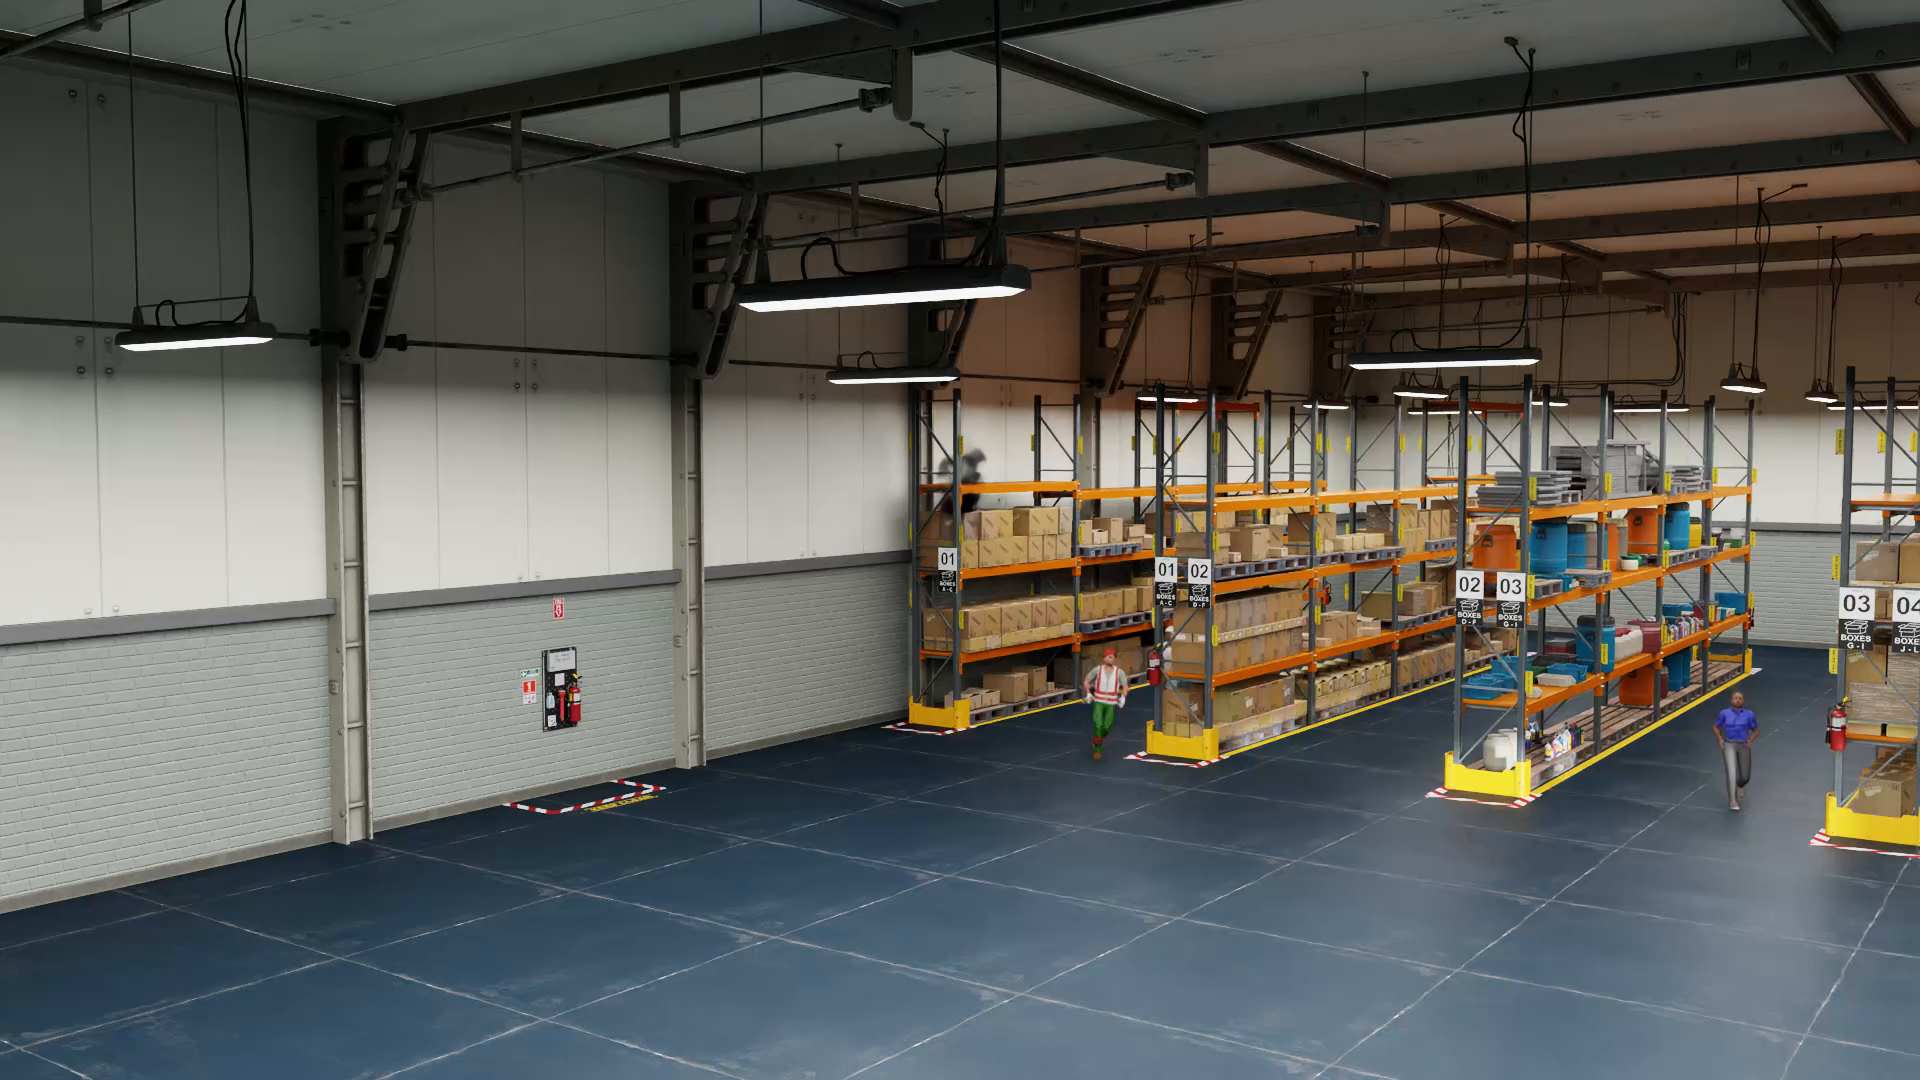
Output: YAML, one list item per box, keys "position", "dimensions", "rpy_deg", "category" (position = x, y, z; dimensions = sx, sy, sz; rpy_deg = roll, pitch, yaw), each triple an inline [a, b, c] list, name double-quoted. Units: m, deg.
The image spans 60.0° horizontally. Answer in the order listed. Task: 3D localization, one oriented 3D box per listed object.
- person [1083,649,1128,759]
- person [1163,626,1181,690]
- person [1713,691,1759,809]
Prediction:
- position: [2.344, 2.617, 26.732]
  dimensions: [0.715, 1.741, 0.601]
  rpy_deg: [0, 3, -1]
  category: "person"
- position: [3.861, 2.415, 30.112]
  dimensions: [0.726, 1.714, 0.743]
  rpy_deg: [2, 4, 37]
  category: "person"
- position: [10.721, 2.891, 22.996]
  dimensions: [0.577, 1.595, 0.624]
  rpy_deg: [1, 3, 21]
  category: "person"
